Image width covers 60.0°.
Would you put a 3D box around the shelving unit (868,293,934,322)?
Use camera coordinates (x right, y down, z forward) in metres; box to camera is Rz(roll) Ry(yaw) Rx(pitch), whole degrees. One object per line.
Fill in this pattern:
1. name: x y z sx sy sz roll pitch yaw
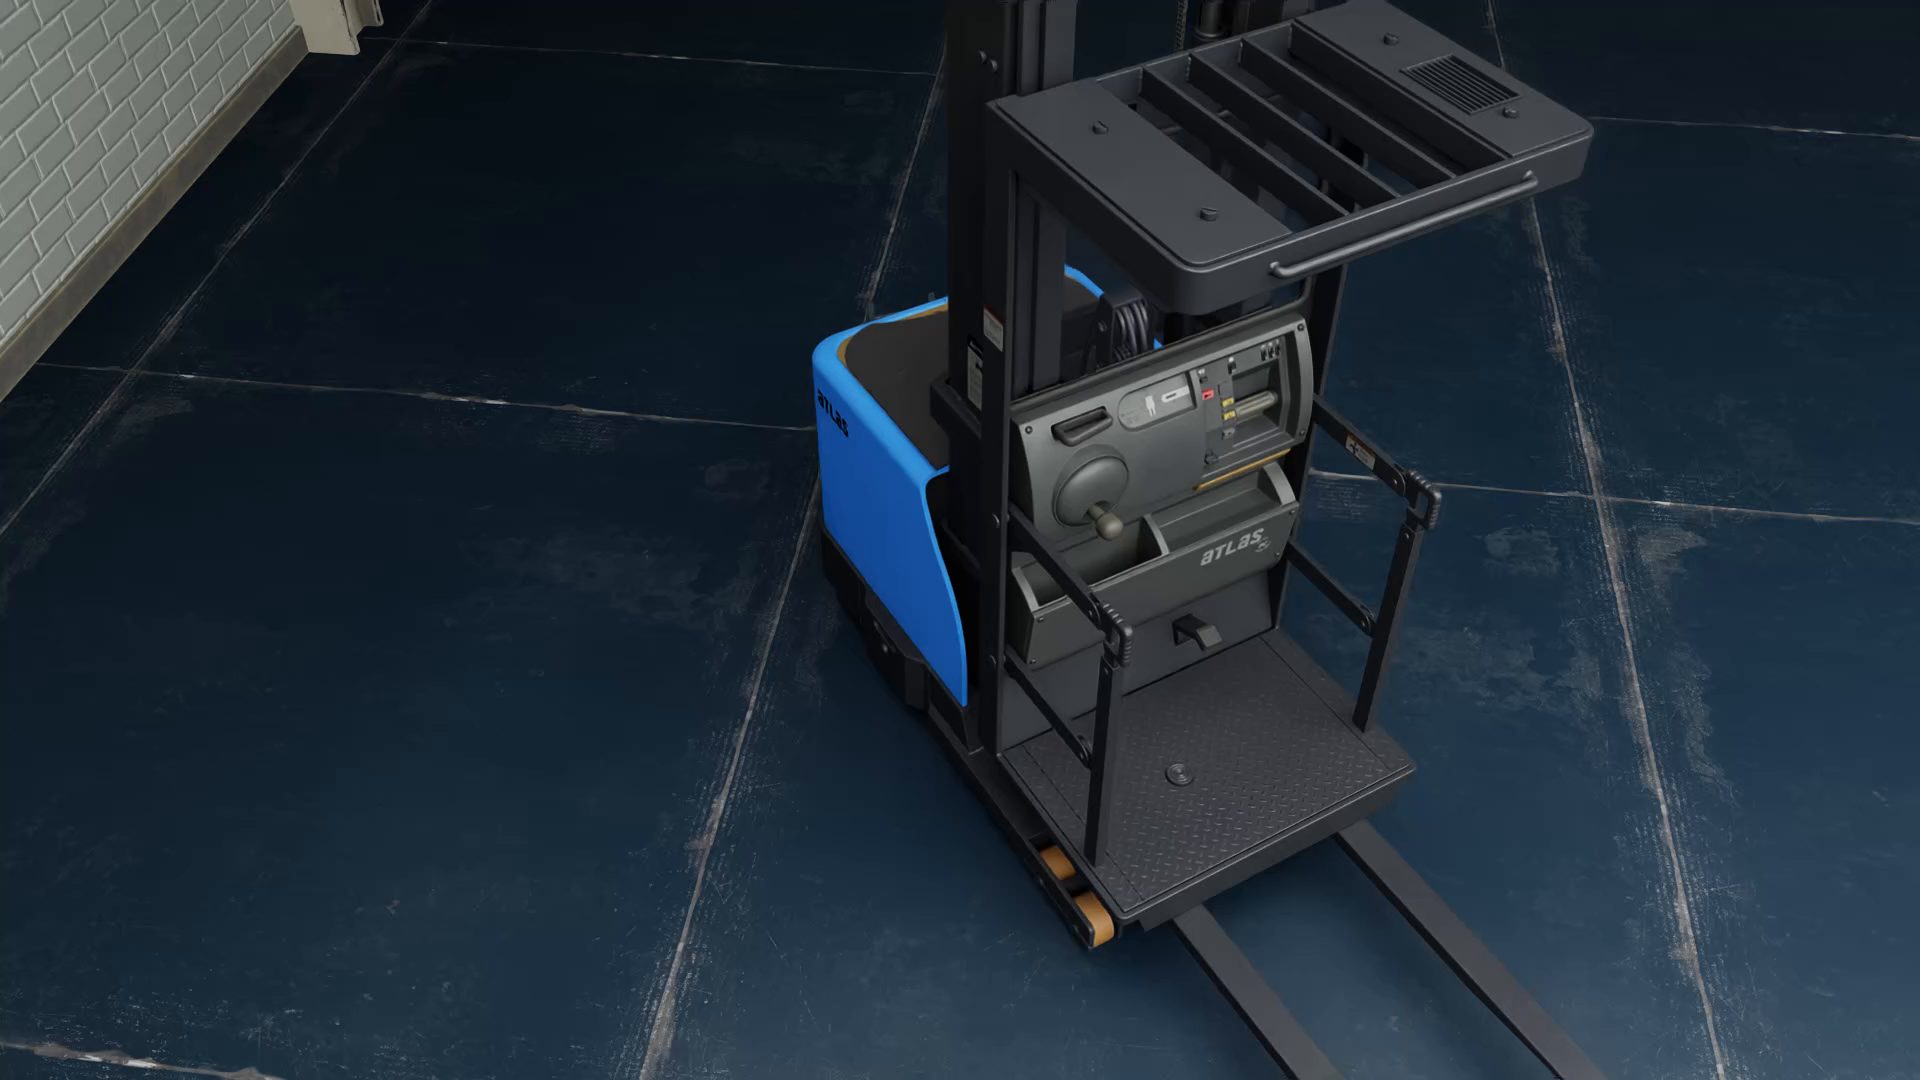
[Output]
1. shelving unit: -0.178 -0.454 6.075 0.258 0.900 0.210 -11 45 -12

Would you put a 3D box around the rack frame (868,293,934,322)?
1. rack frame: -0.206 -0.521 6.146 0.240 0.900 0.006 -11 45 -12

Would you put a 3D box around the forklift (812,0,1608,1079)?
1. forklift: 0.678 -0.218 4.348 1.130 2.935 3.031 -22 48 -21

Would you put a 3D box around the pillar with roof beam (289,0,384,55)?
1. pillar with roof beam: 0.863 -5.659 5.682 9.100 9.000 0.400 5 44 6
